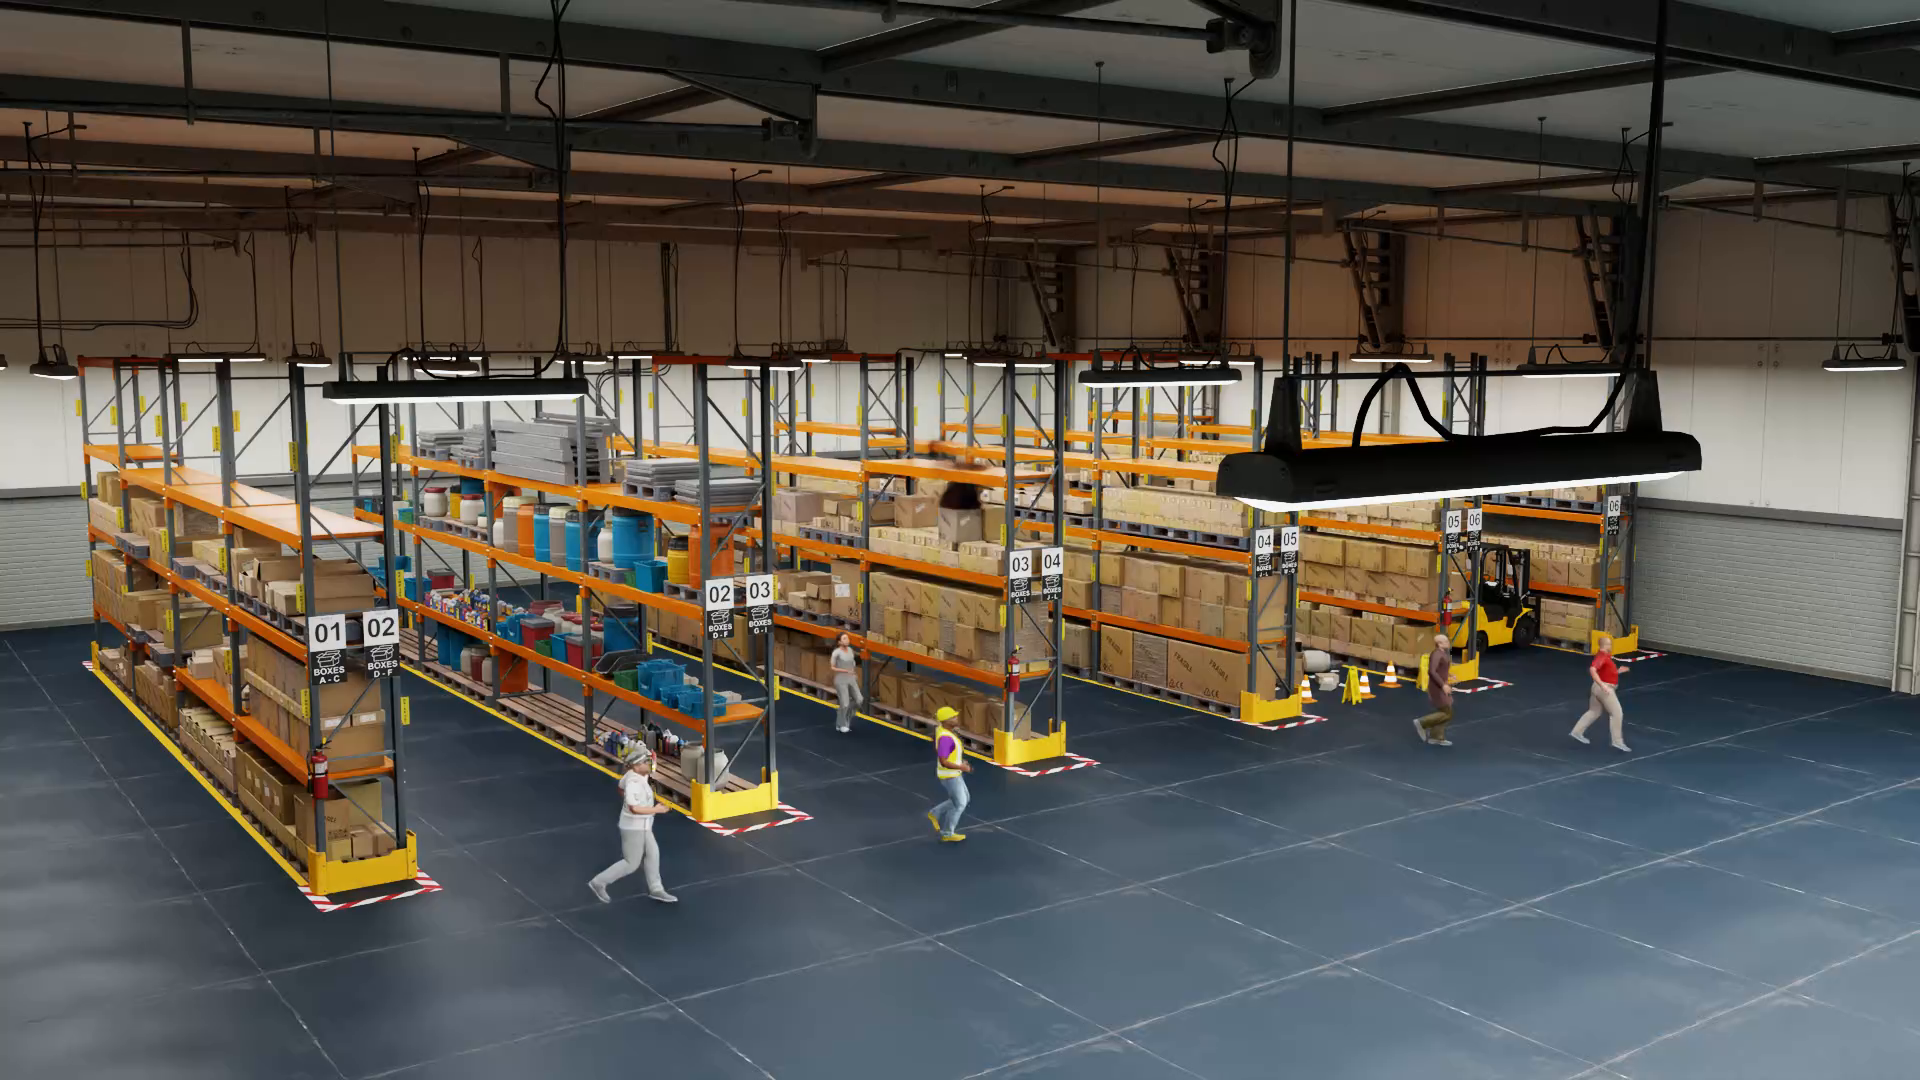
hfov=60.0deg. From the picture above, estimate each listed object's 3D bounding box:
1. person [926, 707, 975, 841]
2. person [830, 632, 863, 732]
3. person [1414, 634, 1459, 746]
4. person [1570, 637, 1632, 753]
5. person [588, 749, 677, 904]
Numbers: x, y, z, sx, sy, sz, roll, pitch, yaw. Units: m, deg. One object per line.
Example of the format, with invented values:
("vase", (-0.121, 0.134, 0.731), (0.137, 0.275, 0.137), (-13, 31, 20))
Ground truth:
("person", (-0.125, 2.942, 20.951), (0.601, 1.719, 0.695), (0, 7, -2))
("person", (-1.801, 2.282, 26.659), (0.553, 1.628, 0.558), (-6, 9, -40))
("person", (7.440, 2.333, 25.951), (0.685, 1.750, 0.704), (2, 7, 12))
("person", (9.900, 2.366, 25.611), (0.891, 1.769, 0.646), (1, 7, 7))
("person", (-3.665, 3.210, 18.578), (0.969, 1.800, 0.672), (-1, 7, -9))
